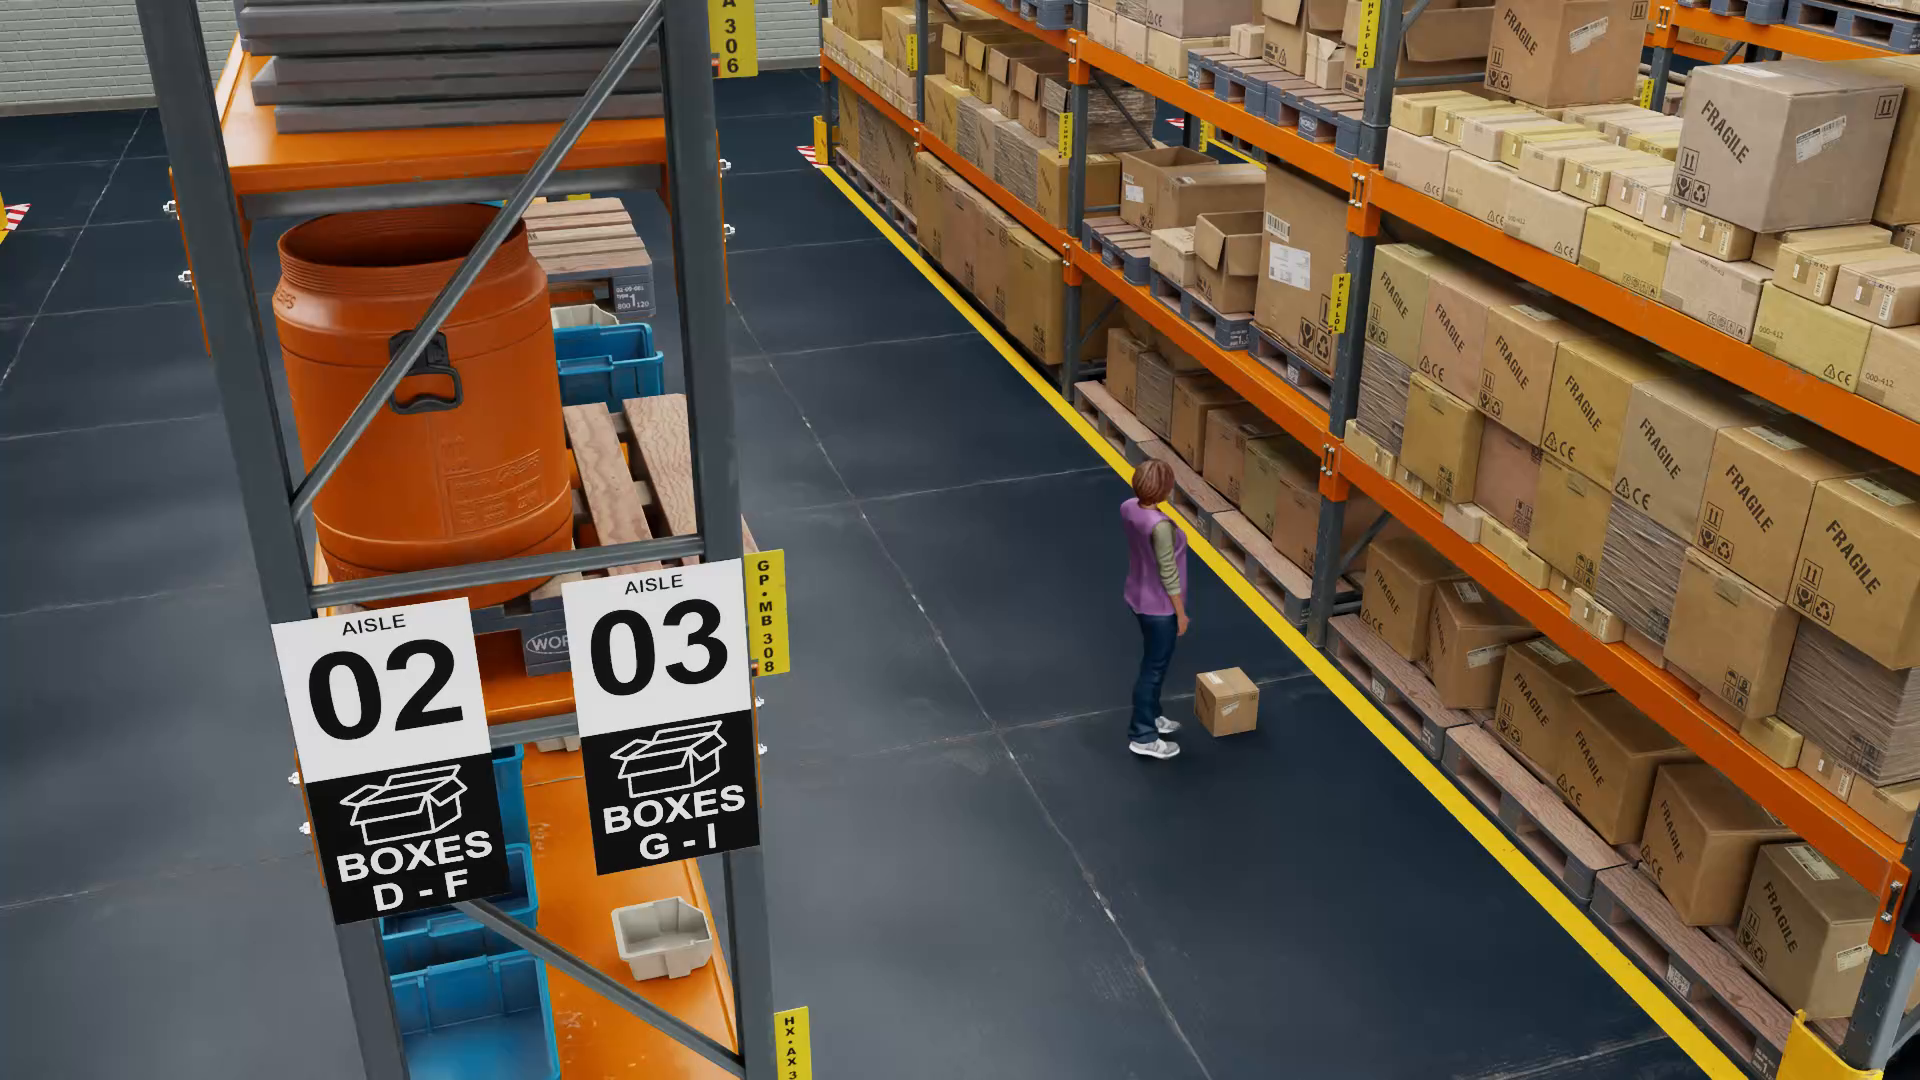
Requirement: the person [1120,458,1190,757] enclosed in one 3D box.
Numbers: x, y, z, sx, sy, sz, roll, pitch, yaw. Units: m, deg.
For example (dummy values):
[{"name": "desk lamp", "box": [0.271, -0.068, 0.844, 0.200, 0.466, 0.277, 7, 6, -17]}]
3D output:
[{"name": "person", "box": [1.013, 0.338, 8.493, 0.393, 1.630, 0.447, -8, 28, -16]}]
